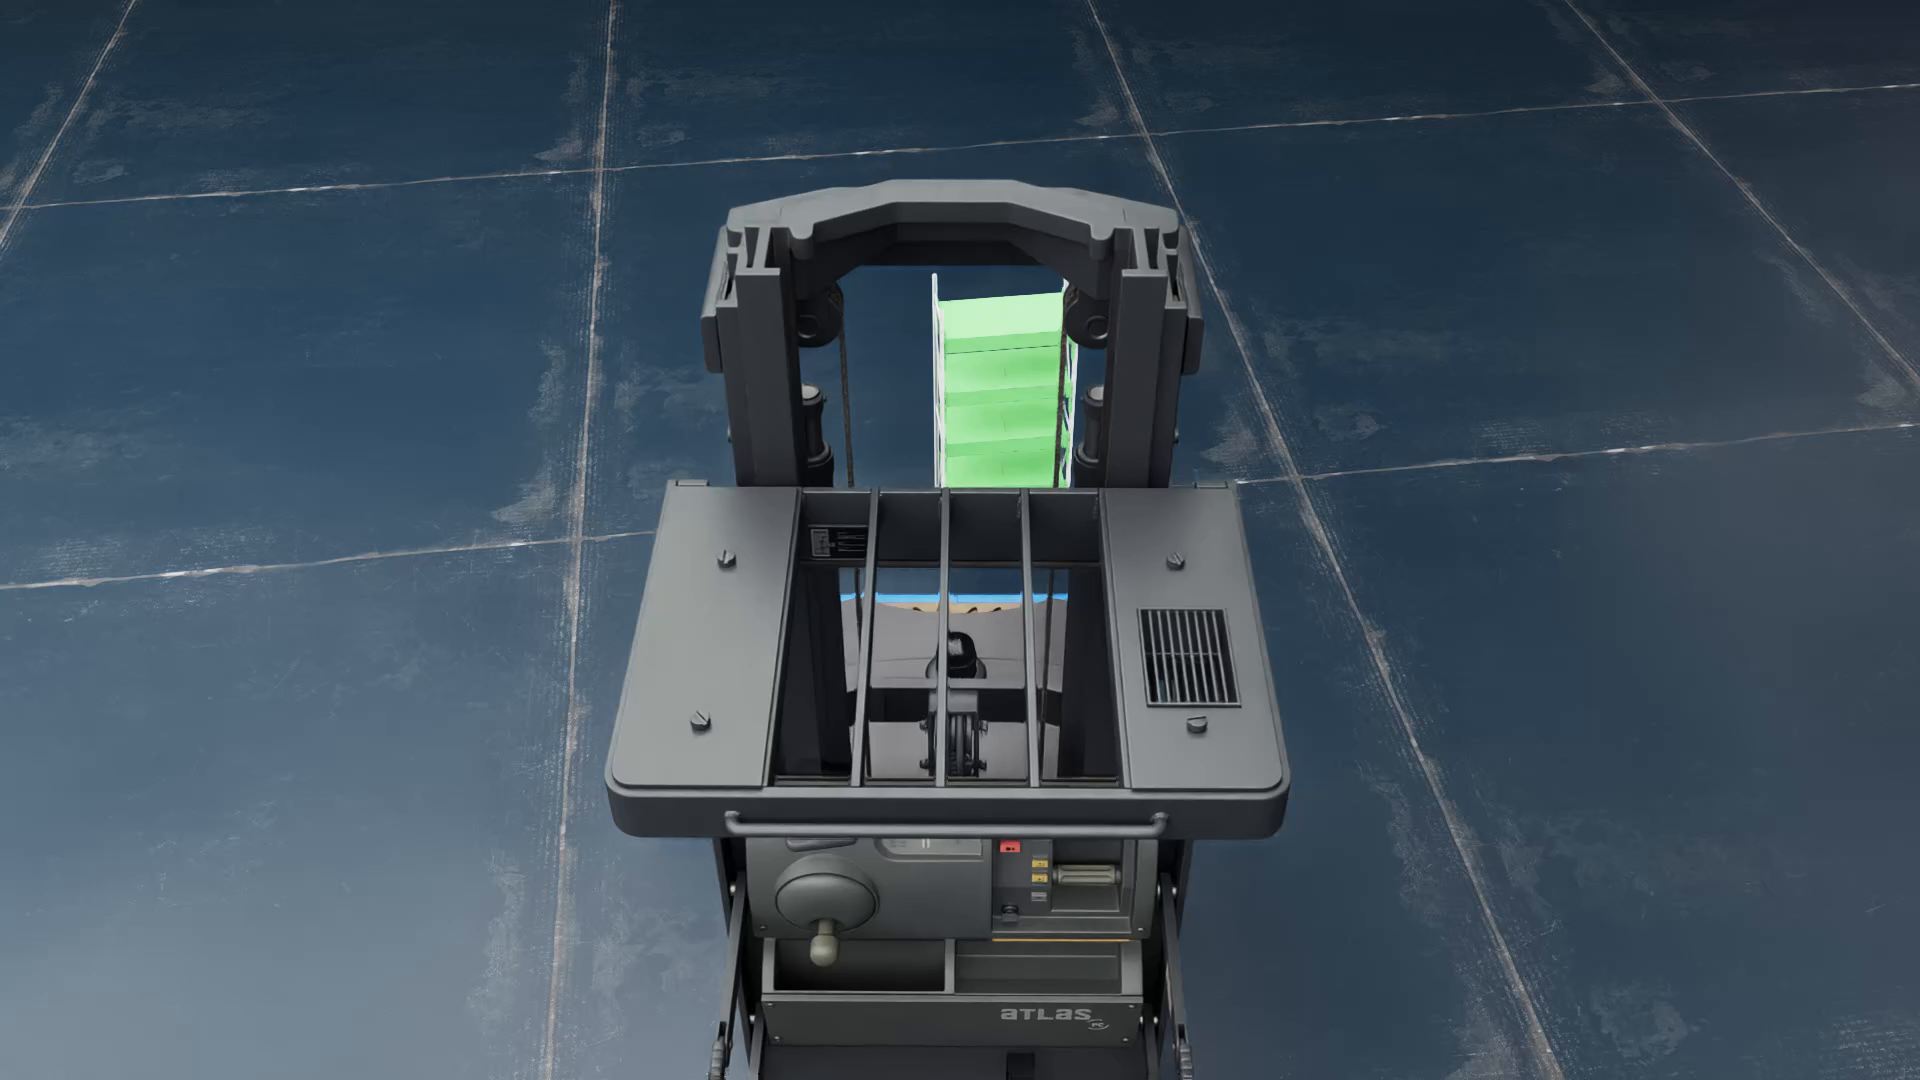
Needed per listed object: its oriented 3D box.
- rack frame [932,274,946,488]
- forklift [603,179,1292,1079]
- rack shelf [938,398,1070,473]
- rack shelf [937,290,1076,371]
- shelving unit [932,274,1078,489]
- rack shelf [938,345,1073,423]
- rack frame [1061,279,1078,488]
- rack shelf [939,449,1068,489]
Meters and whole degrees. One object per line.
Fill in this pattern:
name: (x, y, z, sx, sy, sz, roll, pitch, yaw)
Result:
rack frame: (-0.078, -0.439, 6.341, 0.015, 1.200, 0.240, -5, 42, -6)
forklift: (-0.017, 0.852, 3.617, 1.130, 2.935, 3.031, 0, 42, 0)
rack shelf: (0.164, -0.412, 6.407, 0.480, 0.148, 0.258, -5, 42, -6)
rack shelf: (0.164, -0.769, 6.085, 0.480, 0.148, 0.258, -5, 42, -6)
shelving unit: (0.164, -0.460, 6.364, 0.503, 1.200, 0.258, -5, 42, -6)
rack shelf: (0.164, -0.591, 6.246, 0.480, 0.148, 0.258, -5, 42, -6)
rack frame: (0.406, -0.481, 6.388, 0.015, 1.200, 0.240, -5, 42, -6)
rack shelf: (0.164, -0.234, 6.568, 0.480, 0.148, 0.258, -5, 42, -6)
